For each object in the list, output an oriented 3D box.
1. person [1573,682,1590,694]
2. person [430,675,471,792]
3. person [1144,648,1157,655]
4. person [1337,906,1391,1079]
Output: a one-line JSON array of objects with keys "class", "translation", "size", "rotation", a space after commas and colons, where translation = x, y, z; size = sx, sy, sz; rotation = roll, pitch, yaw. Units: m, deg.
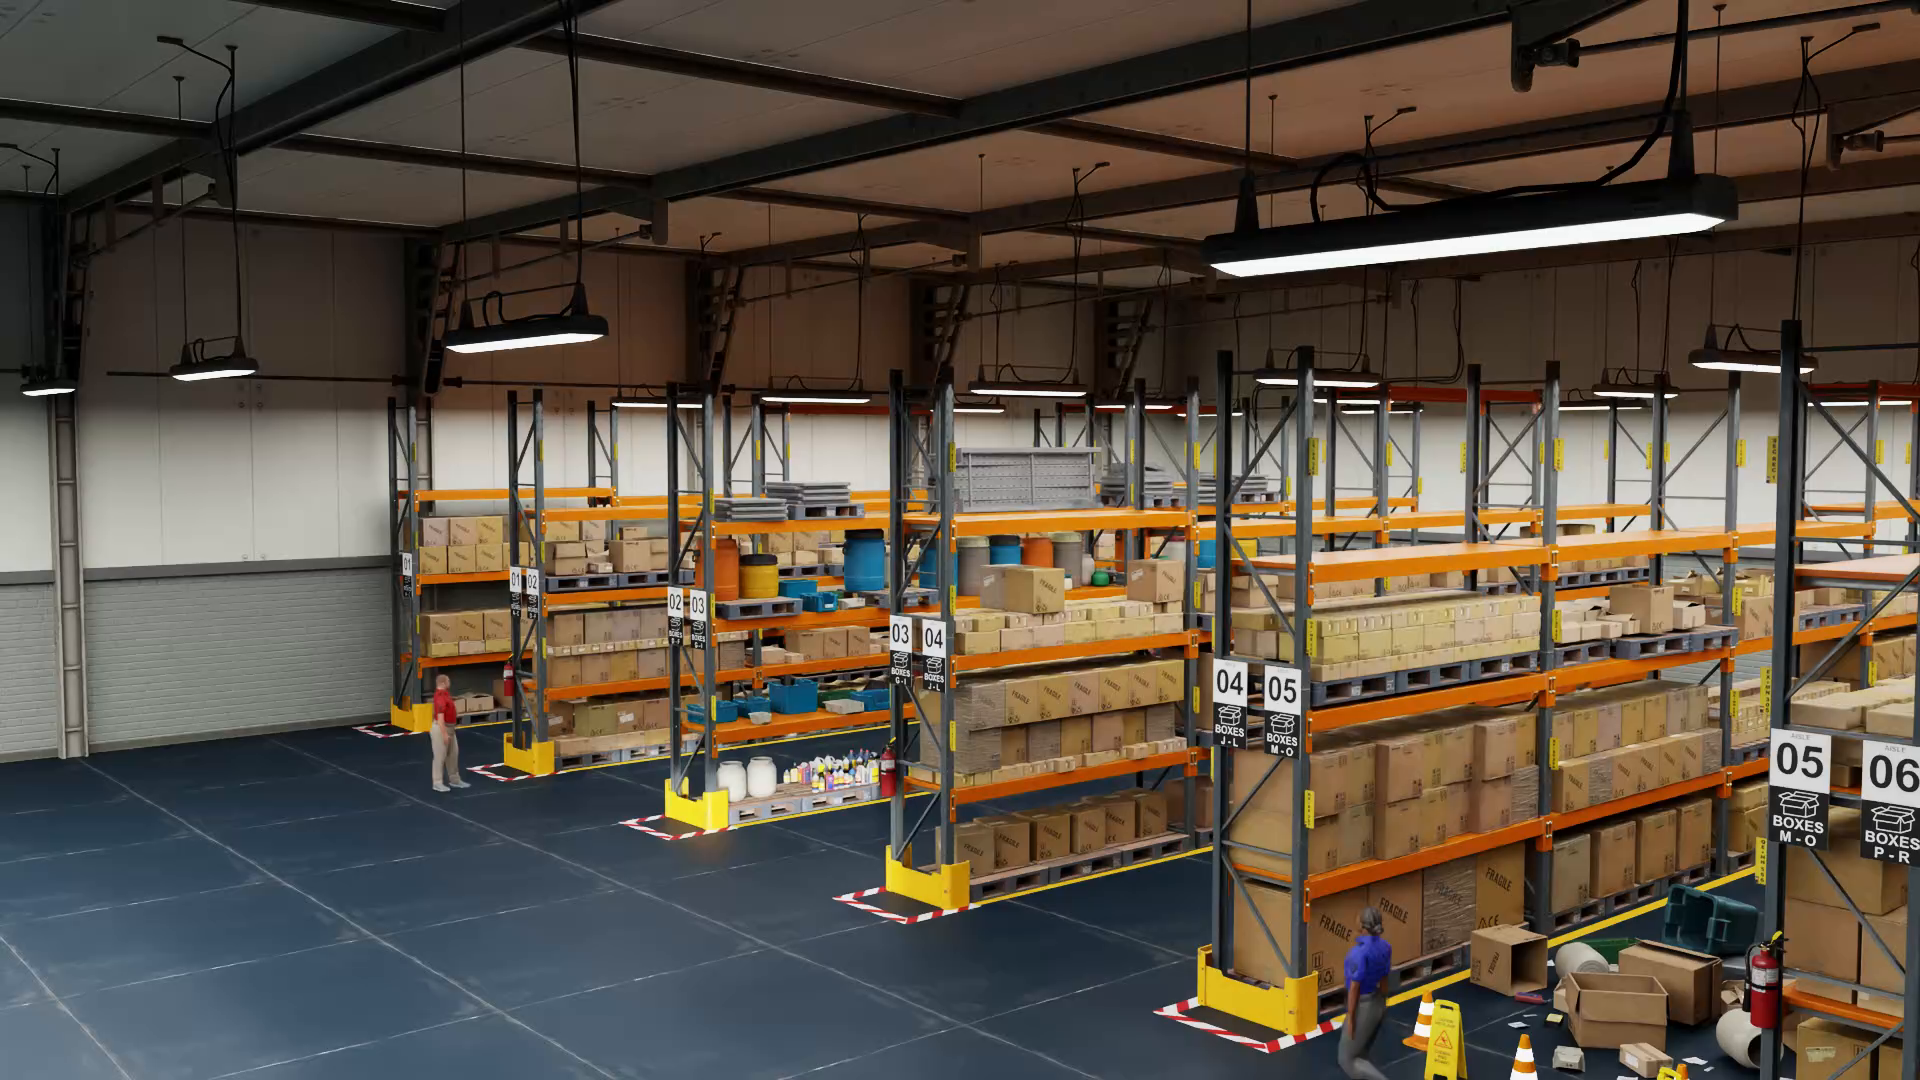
[{"class": "person", "translation": [9.244, 2.883, 24.888], "size": [0.682, 1.839, 0.565], "rotation": [-2, 4, -35]}, {"class": "person", "translation": [-7.619, 2.873, 24.775], "size": [0.506, 1.748, 0.600], "rotation": [0, 3, 2]}, {"class": "person", "translation": [3.792, 2.360, 33.601], "size": [0.953, 1.766, 0.633], "rotation": [-3, 4, -40]}, {"class": "person", "translation": [3.104, 3.596, 12.606], "size": [0.594, 1.638, 0.448], "rotation": [2, 4, 28]}]
